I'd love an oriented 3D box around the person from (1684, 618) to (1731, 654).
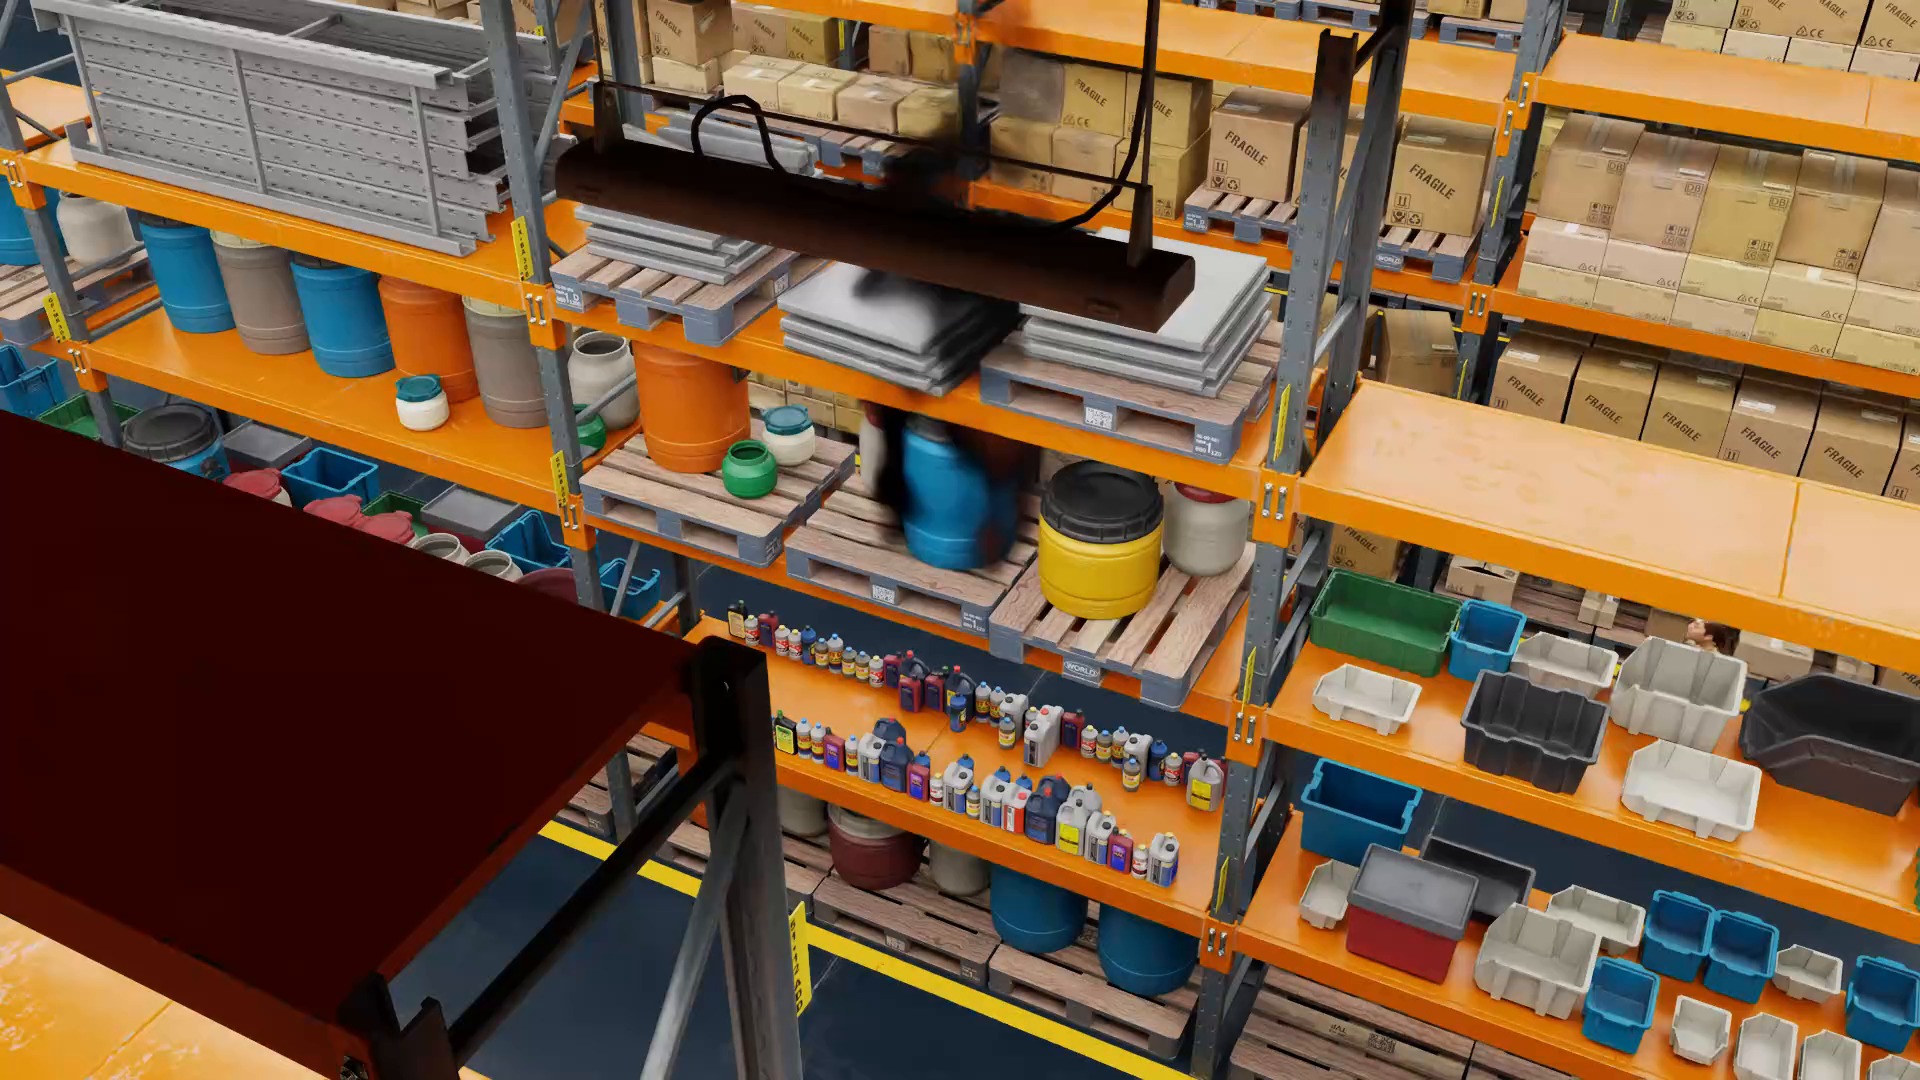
[{"bbox_3d":[4.712,1.115,10.784,0.952,1.642,0.588,8,36,12],"label":"person"}]
